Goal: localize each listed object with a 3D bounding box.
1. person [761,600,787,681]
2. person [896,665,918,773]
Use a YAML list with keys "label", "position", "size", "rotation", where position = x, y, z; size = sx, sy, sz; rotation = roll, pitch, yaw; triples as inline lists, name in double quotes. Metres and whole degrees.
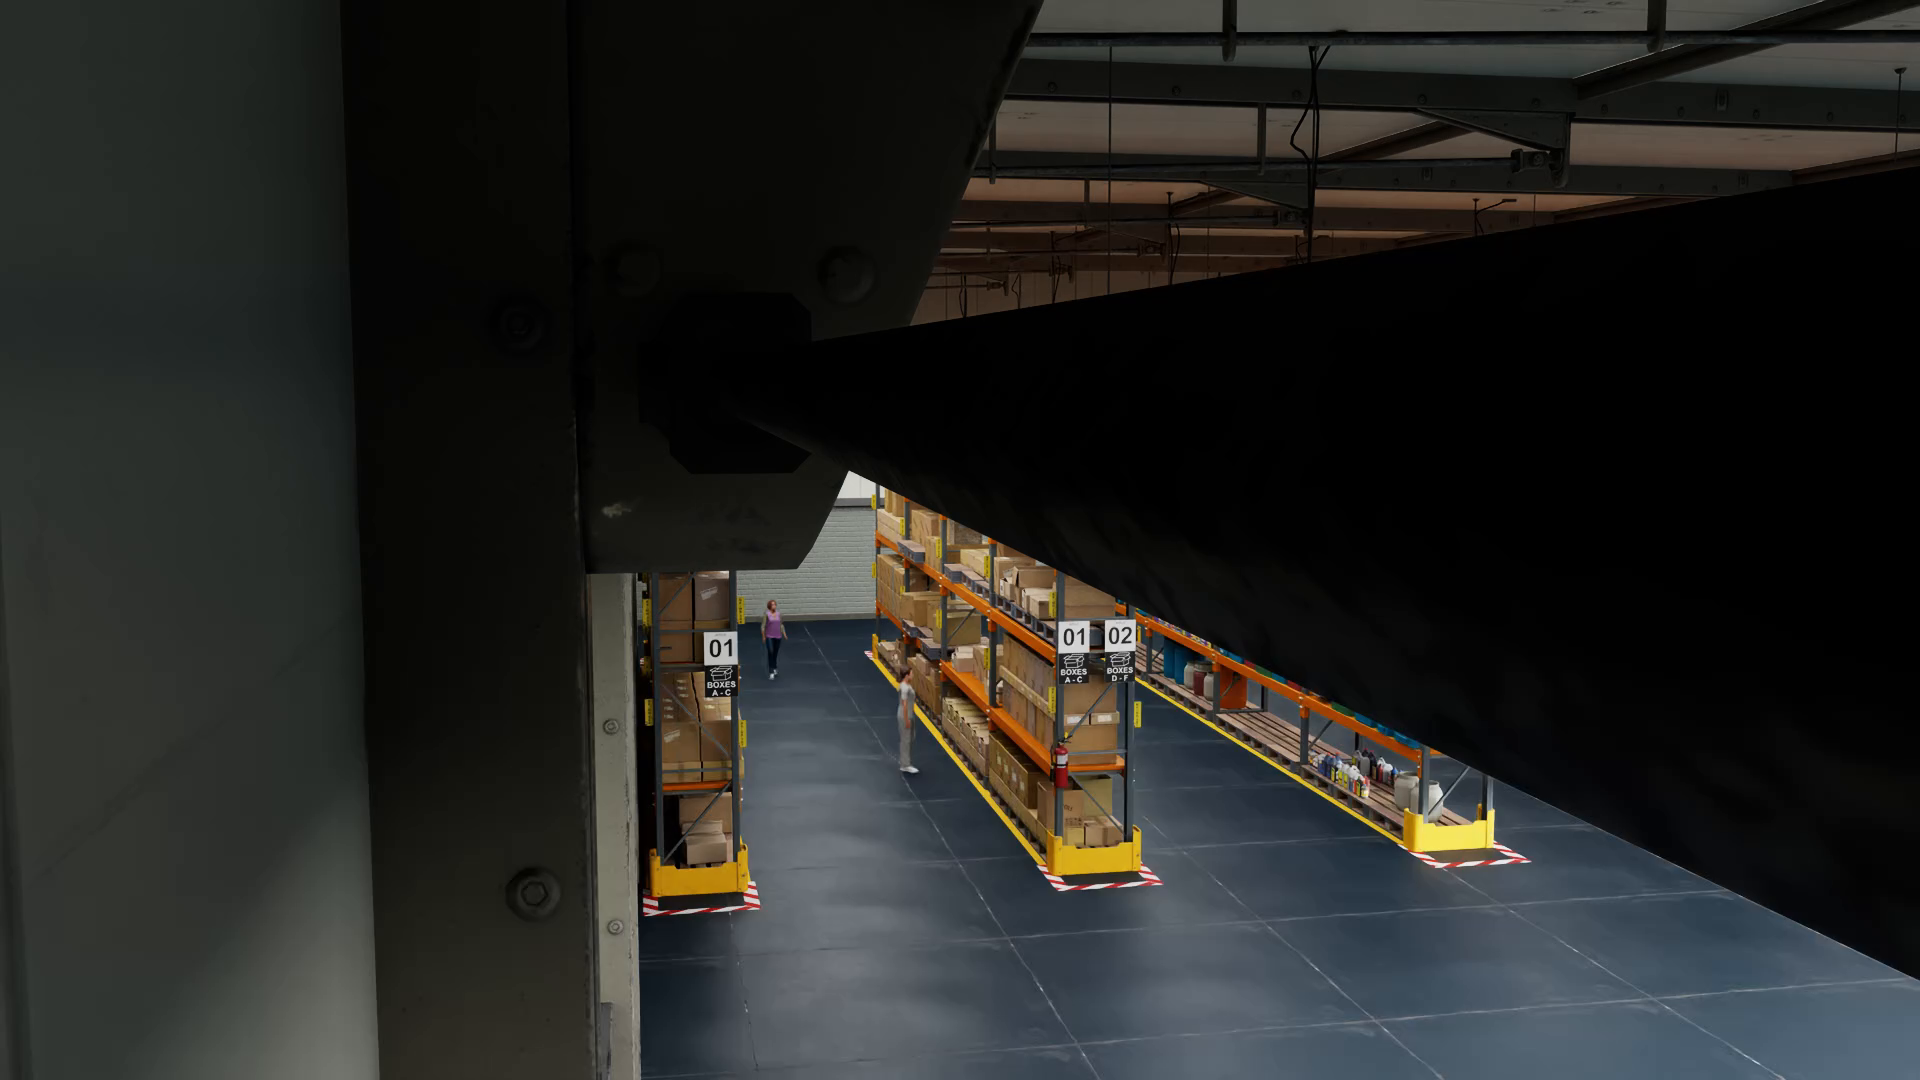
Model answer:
- label: "person"
  position: [-3.827, 2.036, 34.157]
  size: [0.492, 1.615, 0.695]
  rotation: [-2, 6, -19]
- label: "person"
  position: [-0.837, 2.845, 26.259]
  size: [0.355, 1.748, 0.511]
  rotation: [0, 6, 2]
